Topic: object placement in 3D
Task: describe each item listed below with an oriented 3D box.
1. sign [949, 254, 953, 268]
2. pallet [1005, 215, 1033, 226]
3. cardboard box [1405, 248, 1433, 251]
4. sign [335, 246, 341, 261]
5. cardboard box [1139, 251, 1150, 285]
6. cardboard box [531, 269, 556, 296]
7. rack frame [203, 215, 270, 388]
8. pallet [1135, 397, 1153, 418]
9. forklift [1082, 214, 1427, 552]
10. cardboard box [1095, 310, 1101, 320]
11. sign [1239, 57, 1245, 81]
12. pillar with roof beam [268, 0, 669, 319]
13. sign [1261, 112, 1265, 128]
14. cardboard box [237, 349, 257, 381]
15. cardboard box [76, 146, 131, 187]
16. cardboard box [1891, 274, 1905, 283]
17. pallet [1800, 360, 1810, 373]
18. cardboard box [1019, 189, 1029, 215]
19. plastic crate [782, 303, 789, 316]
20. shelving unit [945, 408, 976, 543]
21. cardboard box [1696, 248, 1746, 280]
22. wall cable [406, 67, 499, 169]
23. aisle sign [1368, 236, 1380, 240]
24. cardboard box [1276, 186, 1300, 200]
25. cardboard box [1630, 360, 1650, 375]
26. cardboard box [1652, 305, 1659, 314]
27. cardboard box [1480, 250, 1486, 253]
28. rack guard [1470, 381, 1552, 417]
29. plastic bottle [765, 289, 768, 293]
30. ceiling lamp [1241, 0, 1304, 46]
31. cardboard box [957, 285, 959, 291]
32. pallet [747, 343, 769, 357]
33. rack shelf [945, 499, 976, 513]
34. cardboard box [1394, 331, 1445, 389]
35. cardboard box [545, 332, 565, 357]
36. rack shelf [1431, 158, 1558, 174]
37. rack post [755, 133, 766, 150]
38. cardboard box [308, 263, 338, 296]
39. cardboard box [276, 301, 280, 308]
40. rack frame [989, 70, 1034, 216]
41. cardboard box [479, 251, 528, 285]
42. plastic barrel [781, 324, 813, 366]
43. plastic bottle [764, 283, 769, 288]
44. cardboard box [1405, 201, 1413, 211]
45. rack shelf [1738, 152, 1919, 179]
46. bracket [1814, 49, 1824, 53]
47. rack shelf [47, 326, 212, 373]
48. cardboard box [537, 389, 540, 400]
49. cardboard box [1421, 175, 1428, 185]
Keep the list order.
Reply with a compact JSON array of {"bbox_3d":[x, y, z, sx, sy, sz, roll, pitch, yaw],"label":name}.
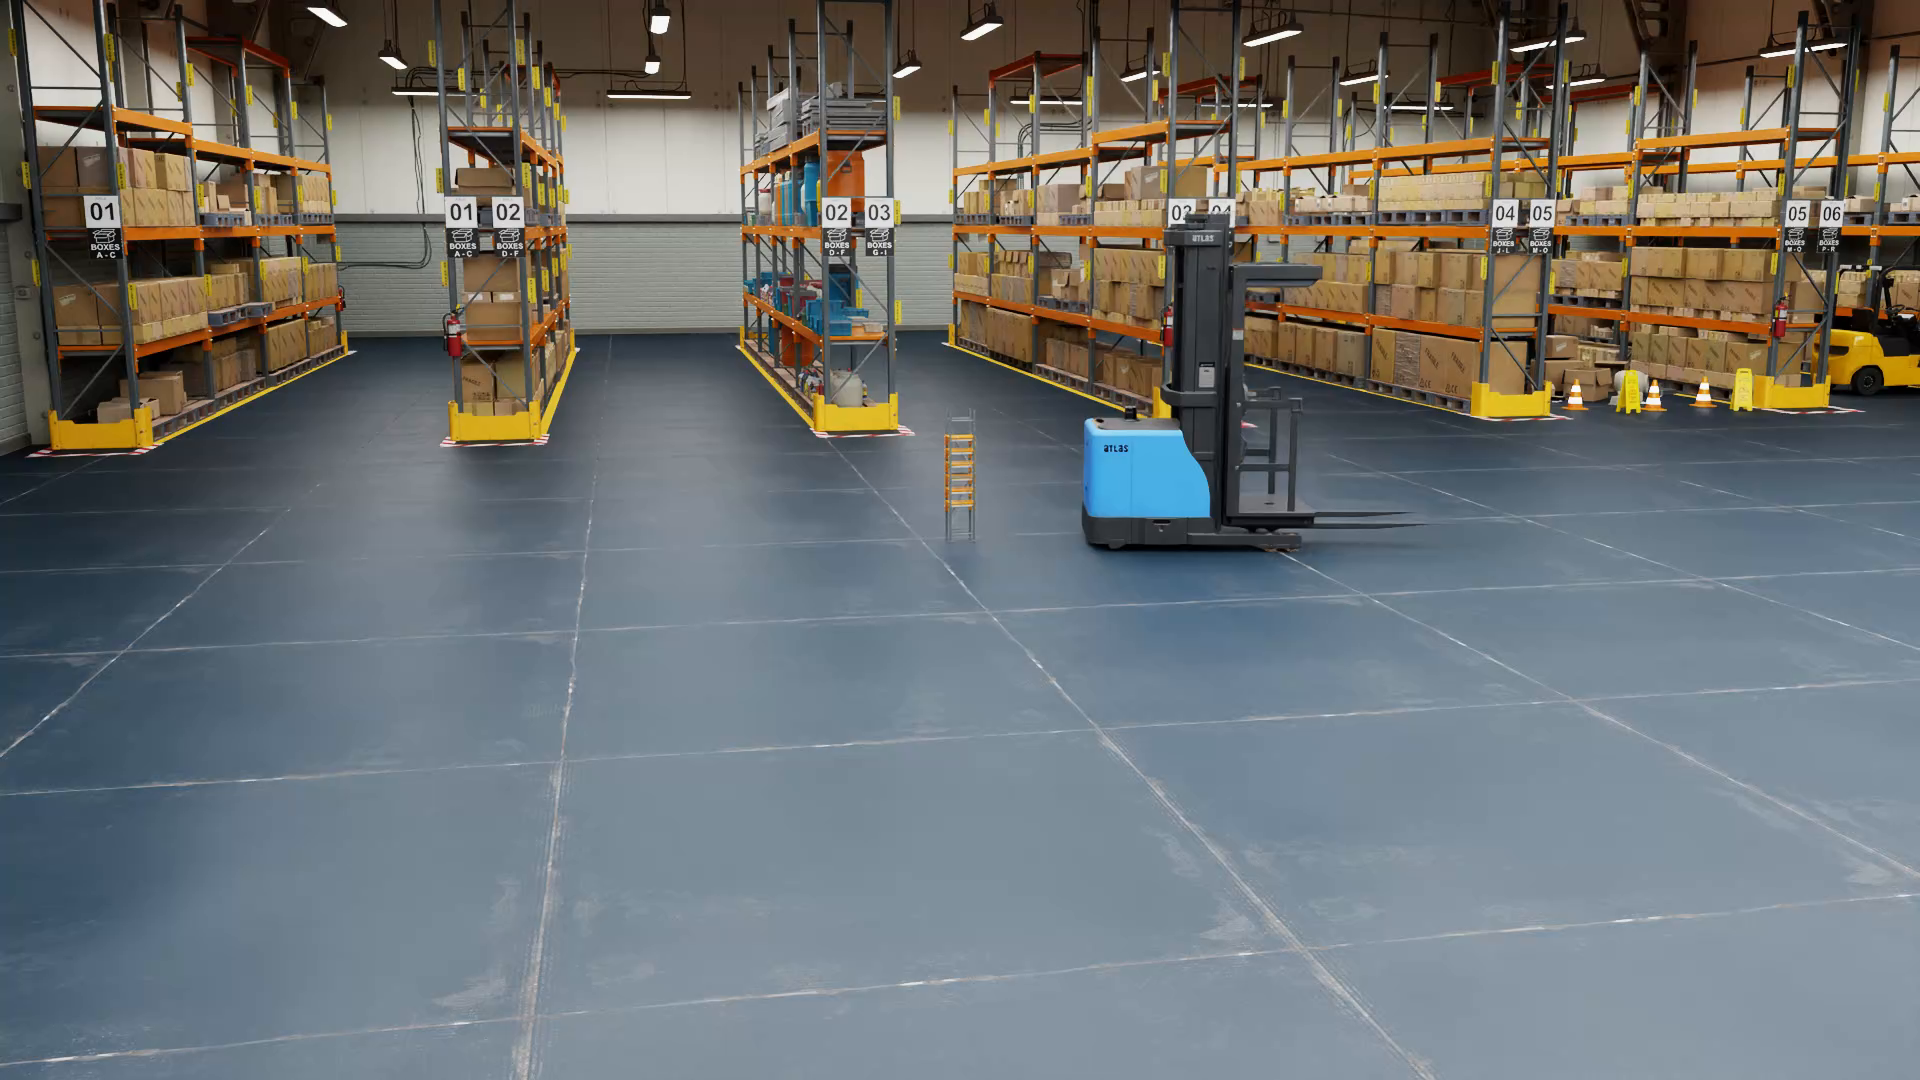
[{"bbox_3d":[-0.210,-6.592,39.333,0.100,0.325,0.005,-2,11,-11],"label":"sign"},{"bbox_3d":[1.494,-6.381,33.237,1.003,0.211,1.213,-2,11,-8],"label":"pallet"},{"bbox_3d":[10.472,-6.390,37.859,0.500,0.500,0.500,-2,11,-11],"label":"cardboard box"},{"bbox_3d":[-13.706,-6.309,36.642,0.100,0.325,0.005,-2,11,-11],"label":"sign"},{"bbox_3d":[2.995,-4.082,24.936,0.500,0.500,0.500,-2,11,-11],"label":"cardboard box"},{"bbox_3d":[-8.050,-4.861,31.378,0.700,0.500,0.500,0,11,0],"label":"cardboard box"},{"bbox_3d":[-12.685,-4.139,28.973,1.000,3.000,0.127,-2,11,-11],"label":"rack frame"},{"bbox_3d":[3.309,-2.006,25.227,1.003,0.211,1.213,-2,11,-11],"label":"pallet"},{"bbox_3d":[2.655,-1.430,14.927,3.031,2.935,1.130,0,11,0],"label":"forklift"},{"bbox_3d":[2.452,-3.726,27.473,0.380,0.149,0.250,-2,11,-11],"label":"cardboard box"},{"bbox_3d":[3.980,-6.677,23.551,0.100,0.325,0.005,-2,11,-11],"label":"sign"},{"bbox_3d":[-11.392,-9.174,39.380,9.100,9.000,0.548,-2,11,-11],"label":"pillar with roof beam"},{"bbox_3d":[6.542,-9.080,35.966,0.100,0.325,0.005,-2,11,-11],"label":"sign"},{"bbox_3d":[-12.494,-2.997,28.482,0.700,0.500,0.500,-2,11,-10],"label":"cardboard box"},{"bbox_3d":[-10.966,-4.775,21.297,0.500,0.500,0.500,-3,11,-15],"label":"cardboard box"},{"bbox_3d":[17.114,-4.740,30.127,0.380,0.149,0.250,-2,11,-10],"label":"cardboard box"},{"bbox_3d":[16.836,-3.475,32.945,1.003,0.211,1.213,-2,11,-11],"label":"pallet"},{"bbox_3d":[1.448,-6.673,32.872,0.500,0.500,0.500,-2,11,-8],"label":"cardboard box"},{"bbox_3d":[-2.805,-3.971,28.656,0.450,0.188,0.662,-2,11,-11],"label":"plastic crate"},{"bbox_3d":[0.003,-0.587,15.124,0.258,1.200,0.189,-2,11,-11],"label":"shelving unit"},{"bbox_3d":[12.563,-4.528,27.278,0.700,0.500,0.500,-2,11,-12],"label":"cardboard box"},{"bbox_3d":[-12.337,-10.658,41.975,3.097,2.526,0.112,-2,11,-11],"label":"wall cable"},{"bbox_3d":[10.346,-7.808,41.300,0.394,0.787,0.004,-2,11,-11],"label":"aisle sign"},{"bbox_3d":[6.443,-6.805,32.641,0.396,0.266,0.258,-2,11,-11],"label":"cardboard box"},{"bbox_3d":[12.240,-3.044,29.449,0.500,0.250,0.500,-3,11,-14],"label":"cardboard box"},{"bbox_3d":[12.318,-4.021,29.026,0.380,0.149,0.250,-2,11,-11],"label":"cardboard box"},{"bbox_3d":[11.147,-5.759,34.544,0.500,0.500,0.500,-2,11,-10],"label":"cardboard box"},{"bbox_3d":[8.337,-2.142,25.164,1.175,0.500,0.348,-2,11,-11],"label":"rack guard"},{"bbox_3d":[-3.808,-4.836,32.981,0.097,0.271,0.097,0,11,0],"label":"plastic bottle"},{"bbox_3d":[5.399,-9.836,27.248,0.800,3.185,2.000,-2,11,-11],"label":"ceiling lamp"},{"bbox_3d":[0.132,-5.899,38.893,0.380,0.149,0.250,-2,11,-12],"label":"cardboard box"},{"bbox_3d":[-4.167,-4.221,36.860,1.003,0.211,1.213,-2,11,-11],"label":"pallet"},{"bbox_3d":[0.003,-0.307,15.177,0.258,0.103,0.180,-2,11,-11],"label":"rack shelf"},{"bbox_3d":[7.787,-2.987,27.480,0.875,0.875,0.875,-2,11,-11],"label":"cardboard box"},{"bbox_3d":[-8.139,-3.870,33.072,0.500,0.500,0.500,-2,11,-11],"label":"cardboard box"},{"bbox_3d":[11.223,-7.804,35.177,1.077,0.370,4.000,-2,11,-11],"label":"rack shelf"},{"bbox_3d":[-3.612,-7.987,33.349,0.937,0.300,0.954,-2,11,-12],"label":"rack post"},{"bbox_3d":[-14.132,-5.660,36.164,0.980,0.700,0.700,-2,11,-8],"label":"cardboard box"},{"bbox_3d":[-12.831,-4.375,30.832,0.380,0.149,0.250,-2,11,-11],"label":"cardboard box"},{"bbox_3d":[1.113,-8.360,35.106,1.000,3.000,0.127,-2,11,-11],"label":"rack frame"},{"bbox_3d":[-6.760,-4.007,24.542,0.700,0.500,0.500,-2,11,-11],"label":"cardboard box"},{"bbox_3d":[-3.079,-3.728,31.498,0.600,0.830,0.708,-2,11,-11],"label":"plastic barrel"},{"bbox_3d":[-3.987,-5.125,34.285,0.144,0.351,0.185,-2,11,-11],"label":"plastic bottle"},{"bbox_3d":[7.491,-5.447,27.107,0.380,0.149,0.250,-2,11,-12],"label":"cardboard box"},{"bbox_3d":[16.869,-7.251,32.274,1.077,0.370,4.000,-2,11,-11],"label":"rack shelf"},{"bbox_3d":[17.189,-9.793,33.008,0.235,0.232,0.430,-2,11,-11],"label":"bracket"},{"bbox_3d":[-11.518,-2.685,23.259,1.077,0.370,4.000,-2,11,-11],"label":"rack shelf"},{"bbox_3d":[-6.447,-2.090,24.437,0.500,0.250,0.500,-2,11,-11],"label":"cardboard box"},{"bbox_3d":[7.588,-5.747,26.546,0.380,0.149,0.250,-2,11,-11],"label":"cardboard box"}]
